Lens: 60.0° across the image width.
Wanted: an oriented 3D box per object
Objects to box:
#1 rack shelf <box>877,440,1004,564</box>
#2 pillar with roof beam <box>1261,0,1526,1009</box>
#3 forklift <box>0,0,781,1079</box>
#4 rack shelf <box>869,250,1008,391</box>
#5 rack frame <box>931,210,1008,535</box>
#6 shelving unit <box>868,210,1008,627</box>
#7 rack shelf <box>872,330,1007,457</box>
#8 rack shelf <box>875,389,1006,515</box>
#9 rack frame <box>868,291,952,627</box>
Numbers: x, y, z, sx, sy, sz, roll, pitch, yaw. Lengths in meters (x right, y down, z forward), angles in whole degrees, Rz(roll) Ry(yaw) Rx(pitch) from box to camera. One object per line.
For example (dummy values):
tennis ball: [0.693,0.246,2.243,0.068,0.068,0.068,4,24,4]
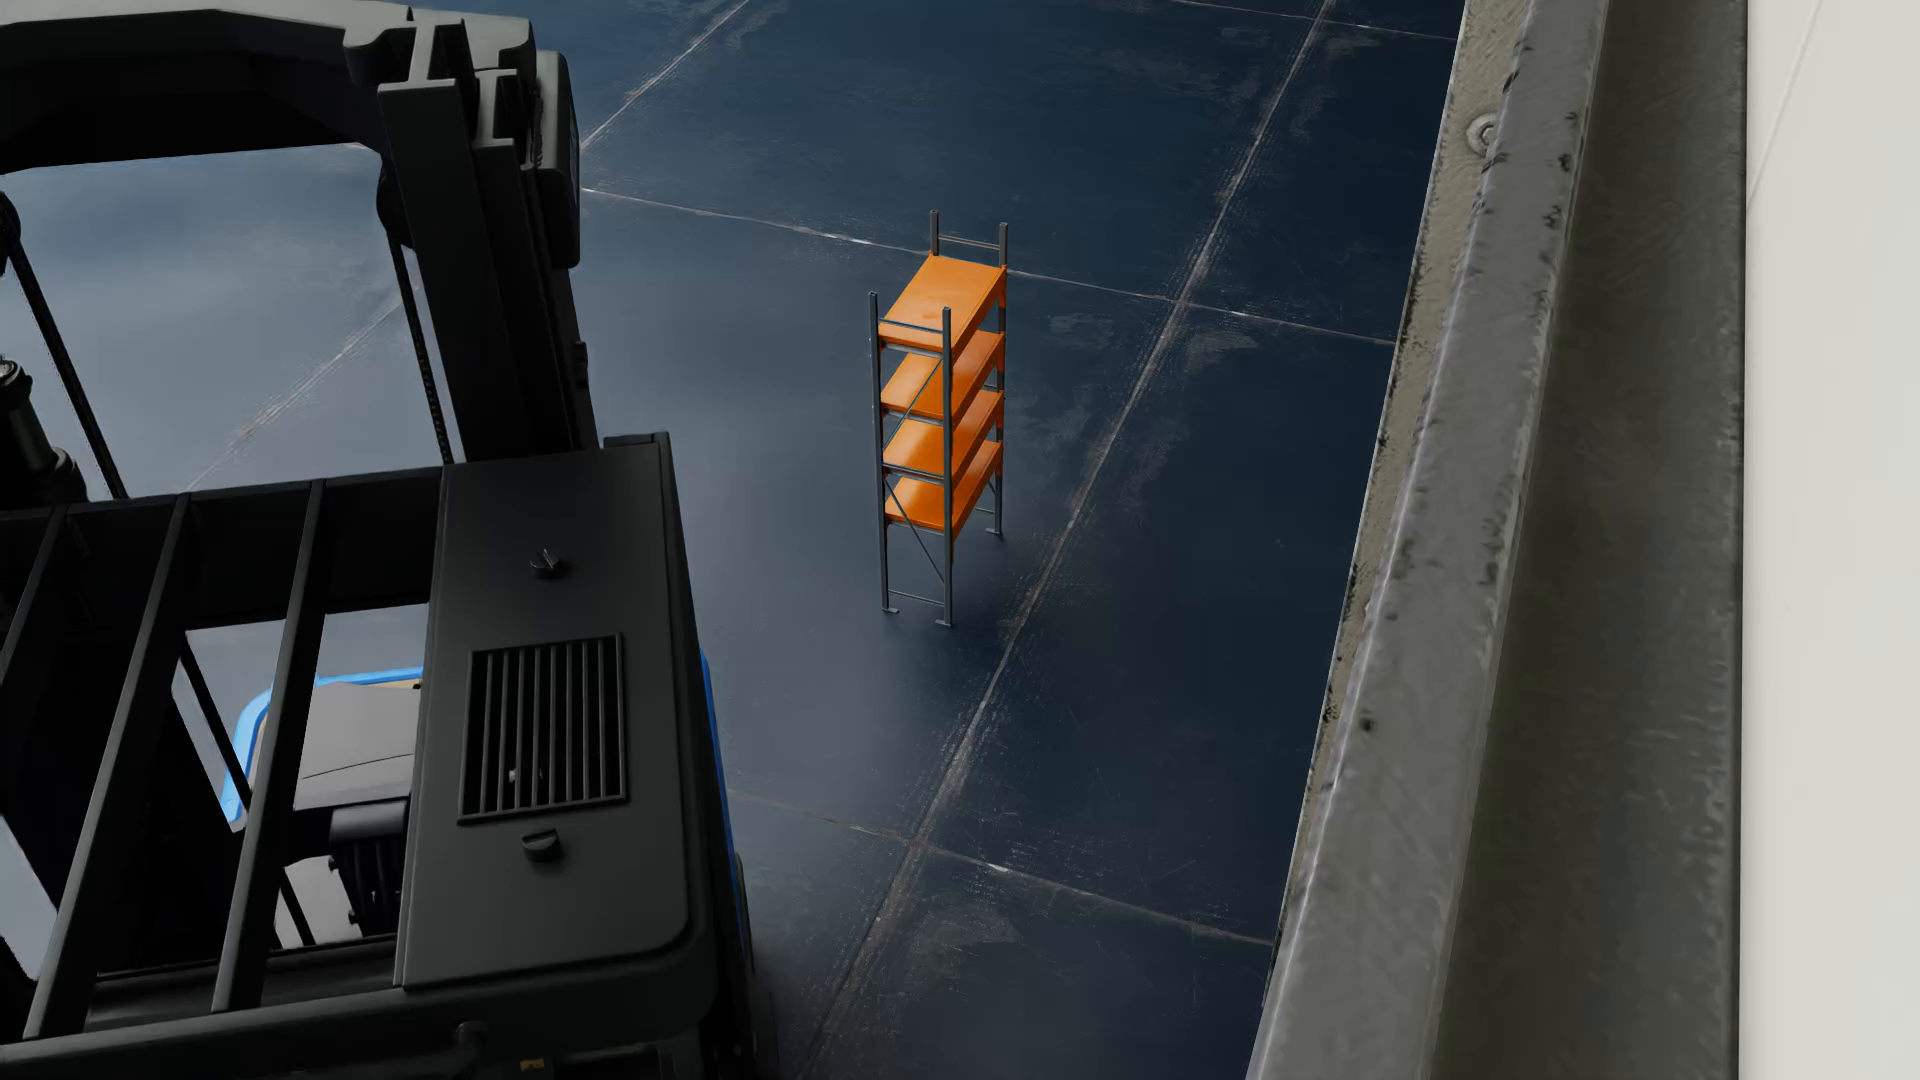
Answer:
rack shelf: [-0.057,-0.153,5.343,0.258,0.148,0.480,13,42,15]
pillar with roof beam: [-3.061,-3.262,2.568,9.100,9.000,0.400,13,42,15]
forklift: [-0.828,0.906,2.358,1.130,2.935,3.031,-7,41,-8]
rack shelf: [-0.057,-0.654,4.915,0.258,0.148,0.480,13,42,15]
rack frame: [0.027,-0.504,5.345,0.240,1.200,0.015,13,42,15]
shelving unit: [-0.057,-0.355,5.170,0.258,1.200,0.503,13,42,15]
rack shelf: [-0.057,-0.474,5.069,0.258,0.148,0.480,13,42,15]
rack shelf: [-0.057,-0.304,5.214,0.258,0.148,0.480,13,42,15]
rack frame: [-0.140,-0.207,4.996,0.240,1.200,0.015,13,42,15]
